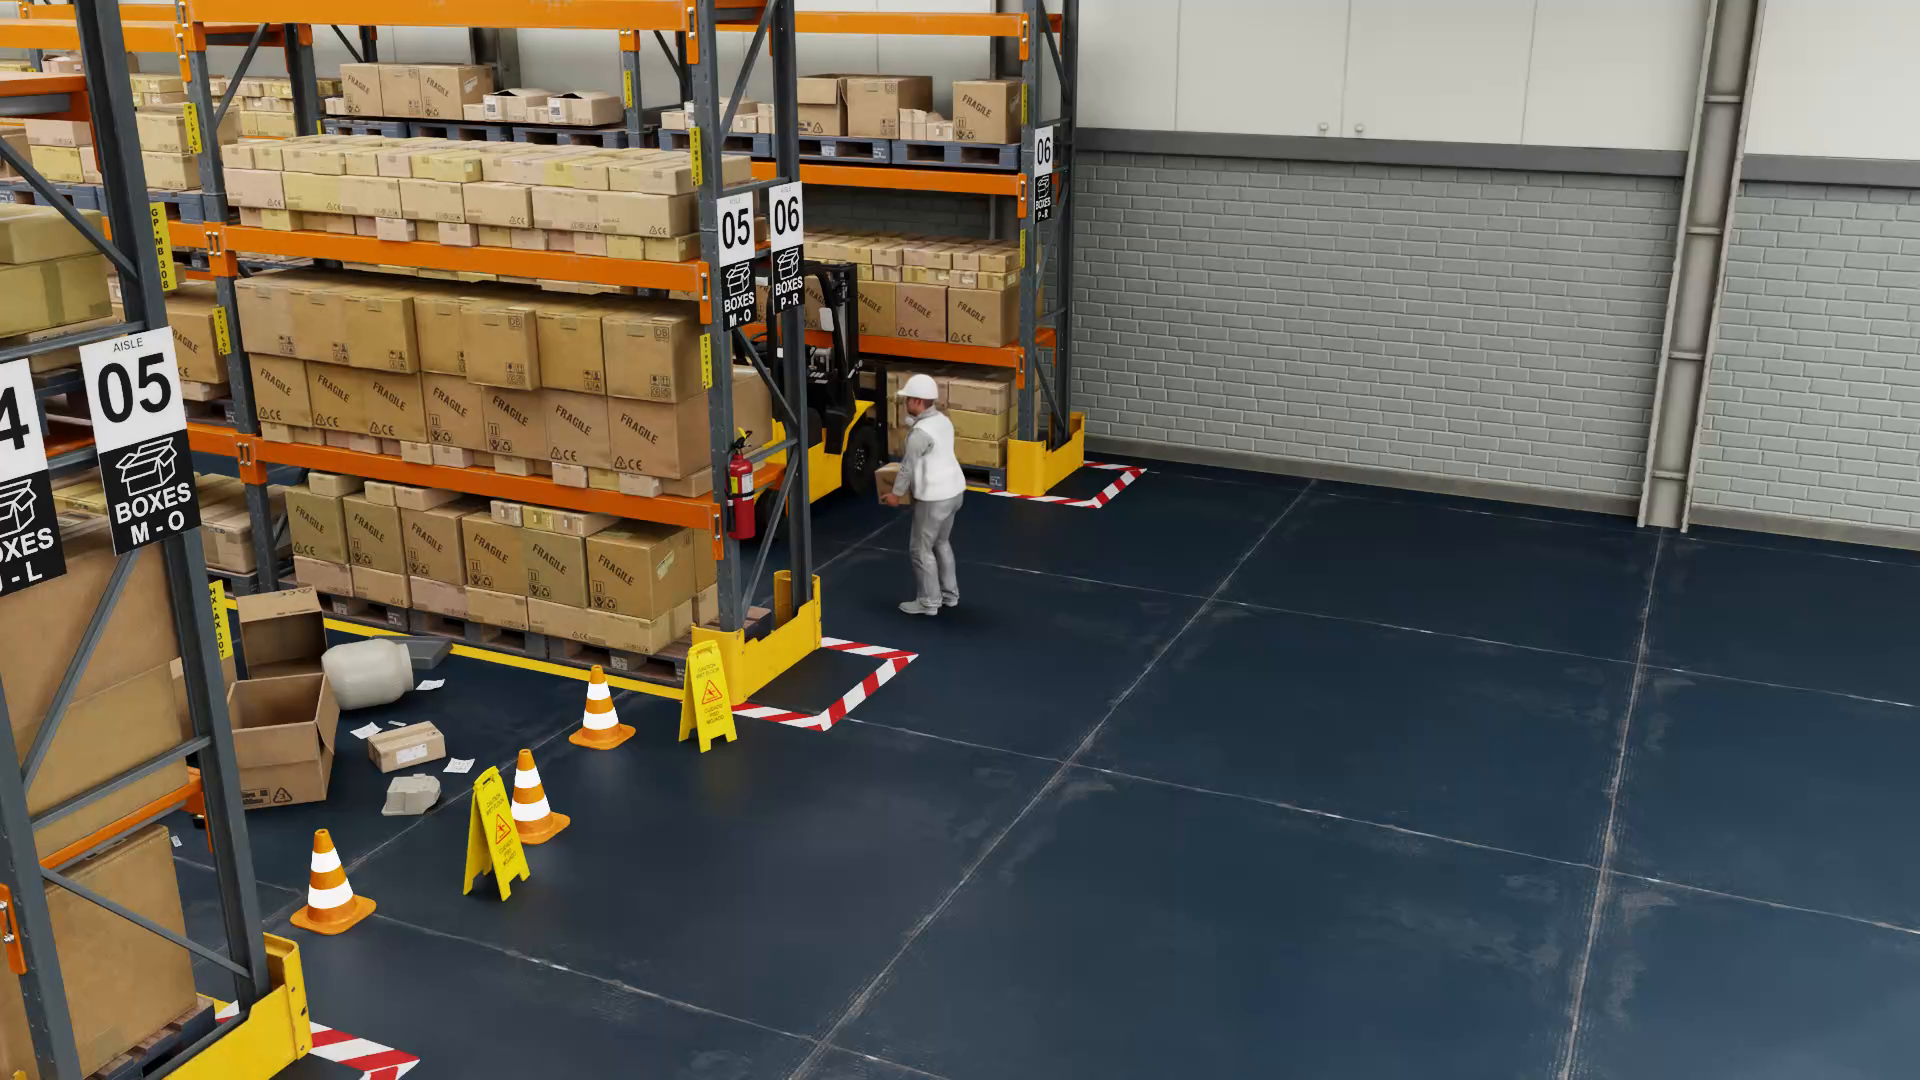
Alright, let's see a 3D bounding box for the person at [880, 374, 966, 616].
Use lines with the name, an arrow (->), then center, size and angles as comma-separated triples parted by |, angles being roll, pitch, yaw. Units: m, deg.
person -> -0.268, -0.329, 12.007 | 0.577, 1.765, 0.487 | 8, 20, 22
